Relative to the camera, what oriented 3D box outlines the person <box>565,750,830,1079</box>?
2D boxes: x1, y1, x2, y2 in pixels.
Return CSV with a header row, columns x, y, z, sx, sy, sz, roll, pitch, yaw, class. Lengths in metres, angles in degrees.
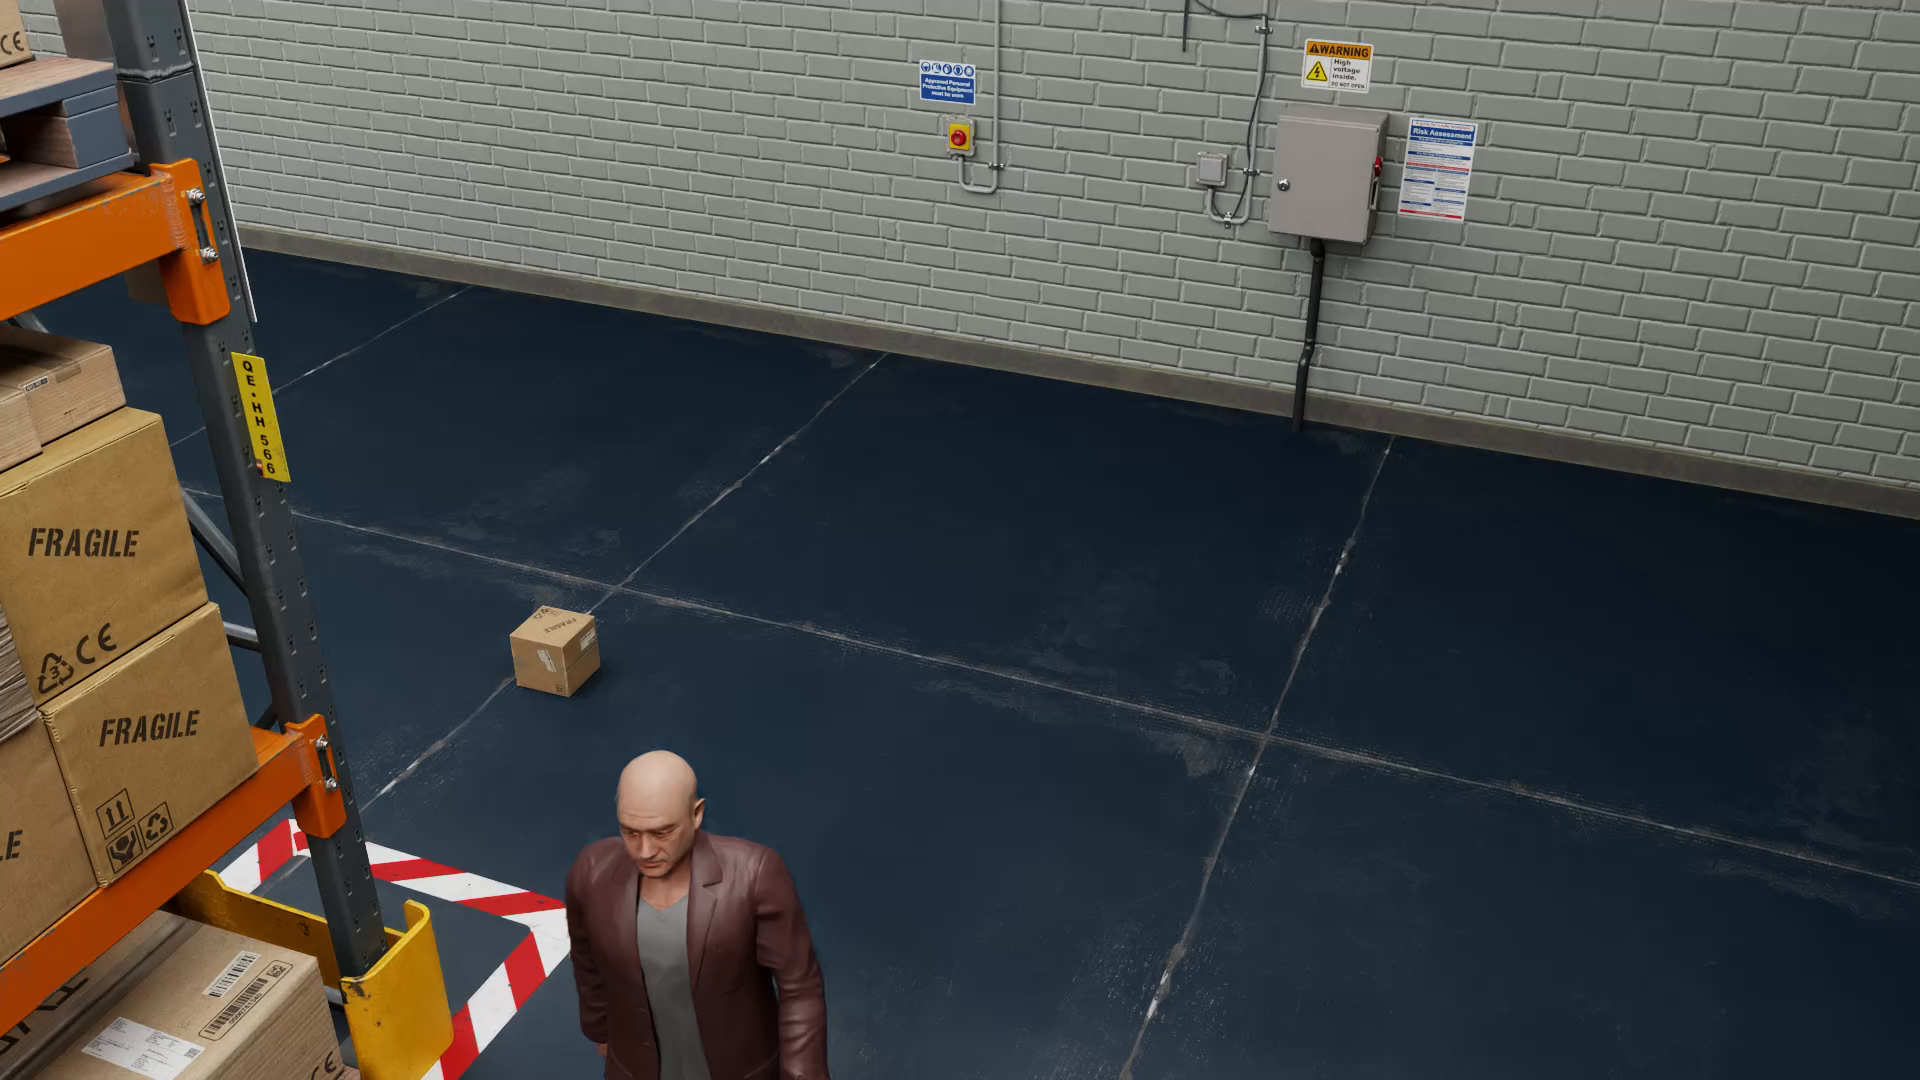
x,y,z,sx,sy,sz,roll,pitch,yaw,class
-0.609,1.257,3.889,0.643,1.733,1.083,0,29,1,person
